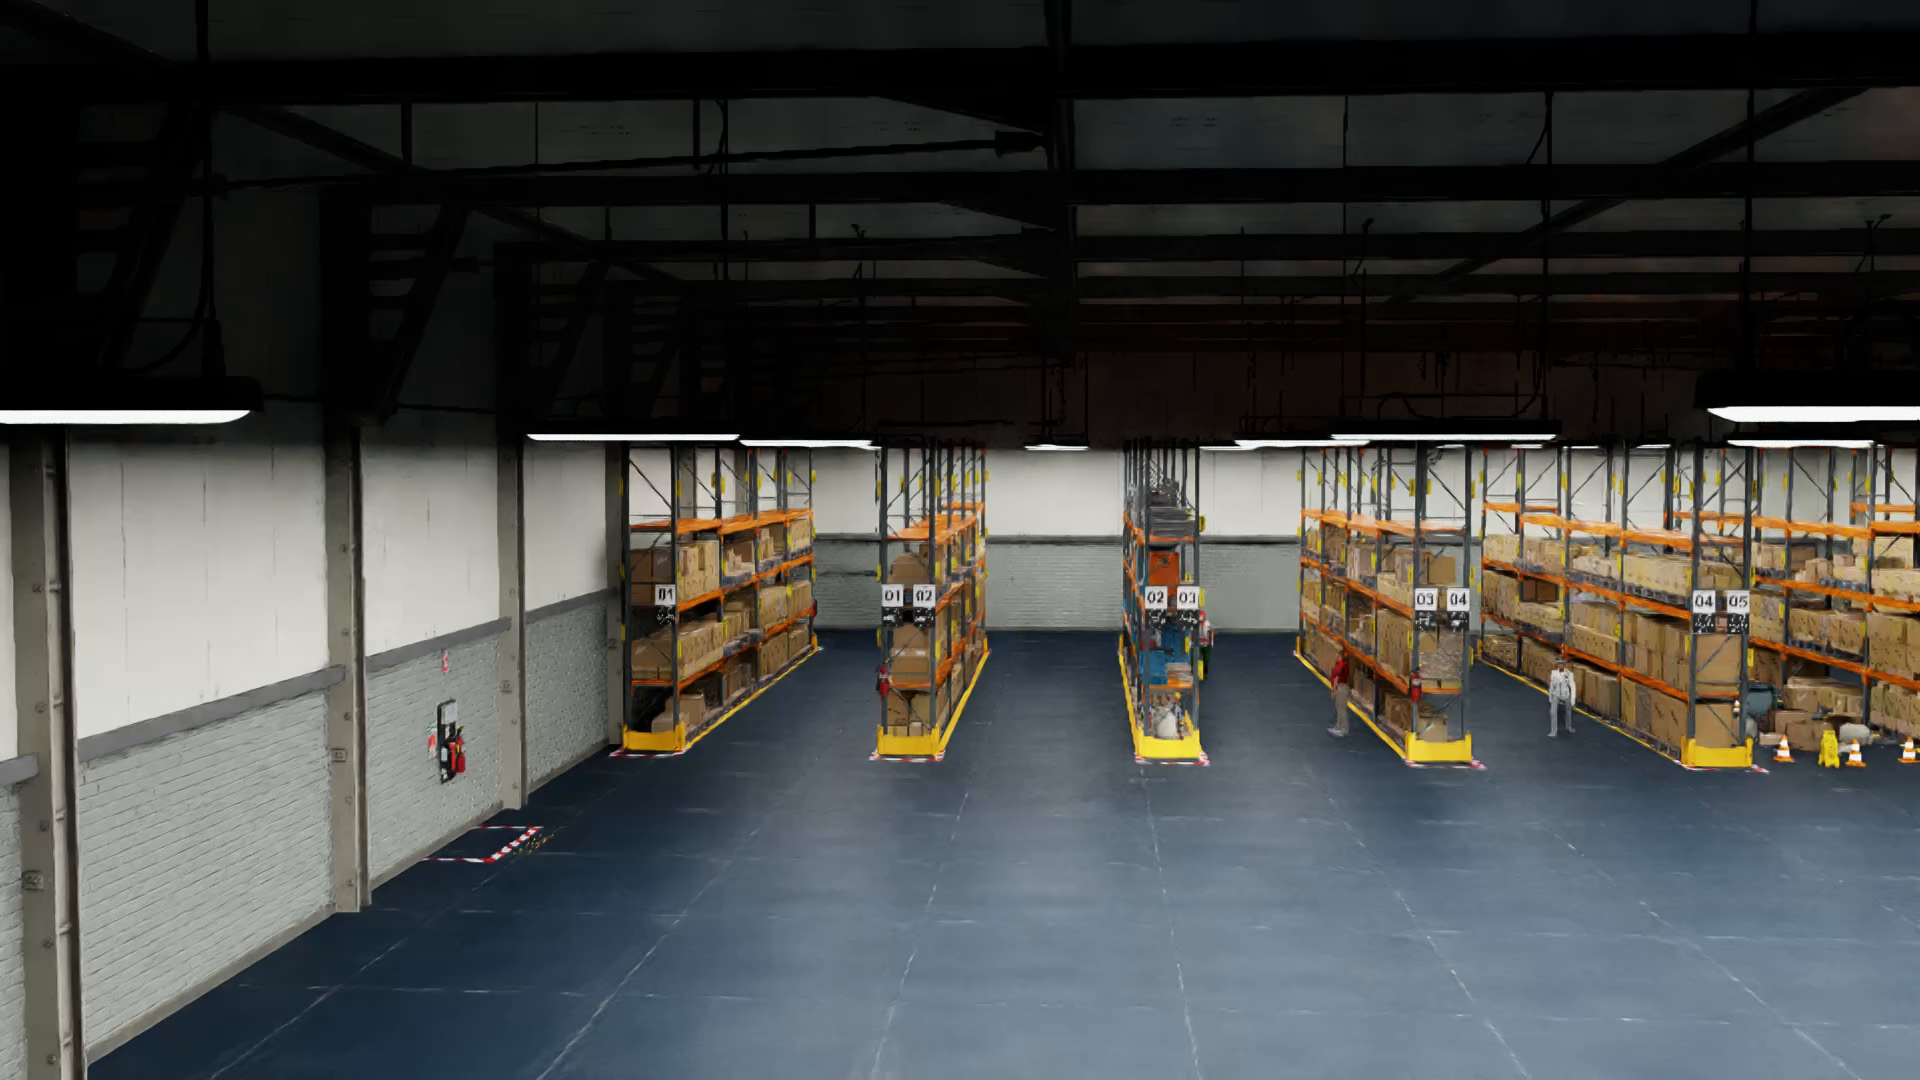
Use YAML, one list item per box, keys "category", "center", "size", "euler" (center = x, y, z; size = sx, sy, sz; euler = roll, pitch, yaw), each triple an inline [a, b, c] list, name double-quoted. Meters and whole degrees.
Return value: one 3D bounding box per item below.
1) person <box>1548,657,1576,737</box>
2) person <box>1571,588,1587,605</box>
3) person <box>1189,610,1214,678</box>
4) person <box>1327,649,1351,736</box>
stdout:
- category: "person"
  center: [12.097, 3.124, 33.390]
  size: [0.518, 1.611, 0.934]
  euler: [1, 3, 25]
- category: "person"
  center: [18.843, 2.212, 50.497]
  size: [0.553, 1.634, 0.546]
  euler: [3, 4, 41]
- category: "person"
  center: [6.061, 2.624, 41.823]
  size: [0.677, 1.742, 0.552]
  euler: [0, 3, 2]
- category: "person"
  center: [7.653, 3.054, 33.556]
  size: [0.562, 1.726, 0.623]
  euler: [2, 4, 32]
